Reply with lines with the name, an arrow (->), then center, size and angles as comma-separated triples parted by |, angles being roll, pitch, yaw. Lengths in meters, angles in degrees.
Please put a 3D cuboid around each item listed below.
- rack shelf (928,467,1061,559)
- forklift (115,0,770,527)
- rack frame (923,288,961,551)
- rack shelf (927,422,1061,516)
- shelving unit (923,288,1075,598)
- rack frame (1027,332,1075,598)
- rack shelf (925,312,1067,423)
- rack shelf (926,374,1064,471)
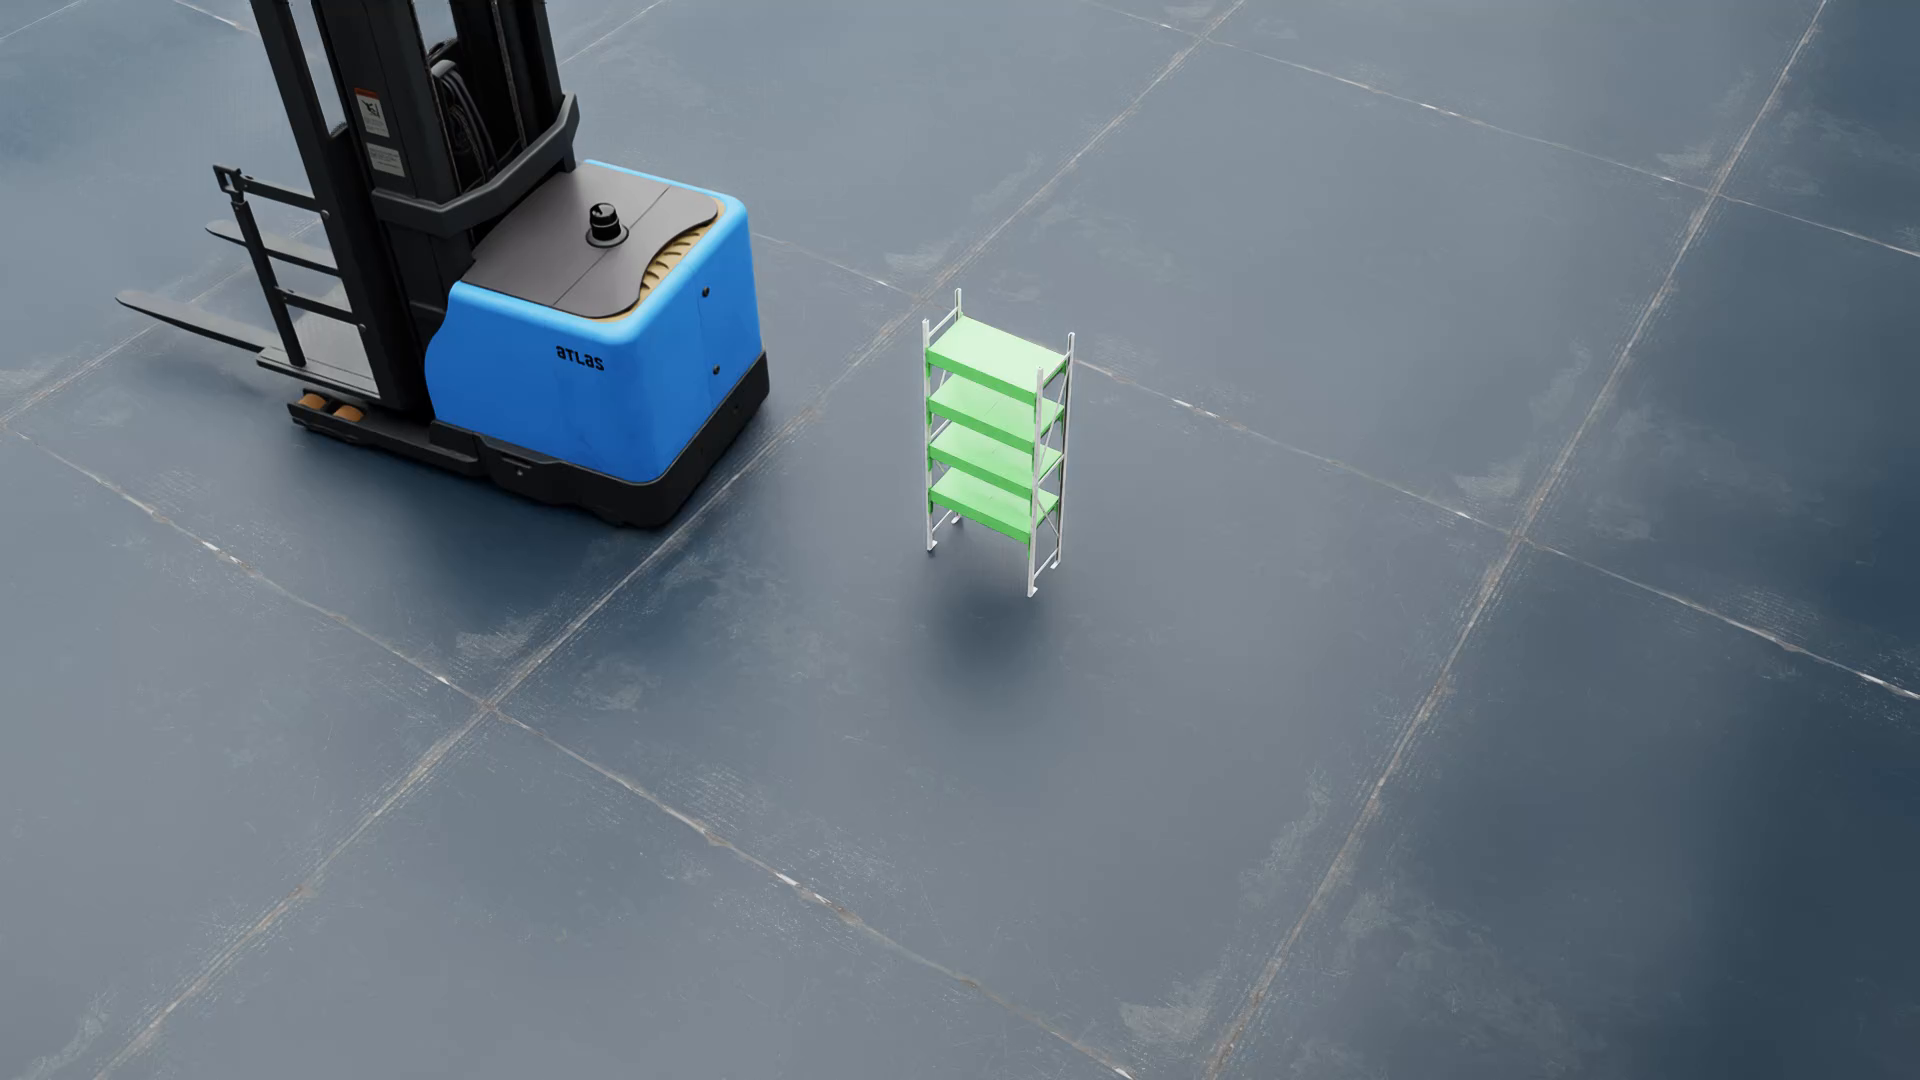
rack shelf -> 0.139, -0.142, 6.697 | 0.480, 0.148, 0.258 | 25, 51, 22
forklift -> -2.425, -1.782, 6.660 | 3.031, 2.935, 1.130 | 17, 48, 16
rack frame -> -0.066, -0.449, 6.571 | 0.015, 1.200, 0.240 | 25, 51, 22
rack shelf -> 0.139, -0.310, 6.525 | 0.480, 0.148, 0.258 | 25, 51, 22
shelving unit -> 0.139, -0.354, 6.479 | 0.503, 1.200, 0.258 | 25, 51, 22
rack frame -> 0.345, -0.260, 6.387 | 0.015, 1.200, 0.240 | 25, 51, 22
rack shelf -> 0.139, -0.644, 6.181 | 0.480, 0.148, 0.258 | 25, 51, 22
rack shelf -> 0.139, -0.477, 6.353 | 0.480, 0.148, 0.258 | 25, 51, 22
